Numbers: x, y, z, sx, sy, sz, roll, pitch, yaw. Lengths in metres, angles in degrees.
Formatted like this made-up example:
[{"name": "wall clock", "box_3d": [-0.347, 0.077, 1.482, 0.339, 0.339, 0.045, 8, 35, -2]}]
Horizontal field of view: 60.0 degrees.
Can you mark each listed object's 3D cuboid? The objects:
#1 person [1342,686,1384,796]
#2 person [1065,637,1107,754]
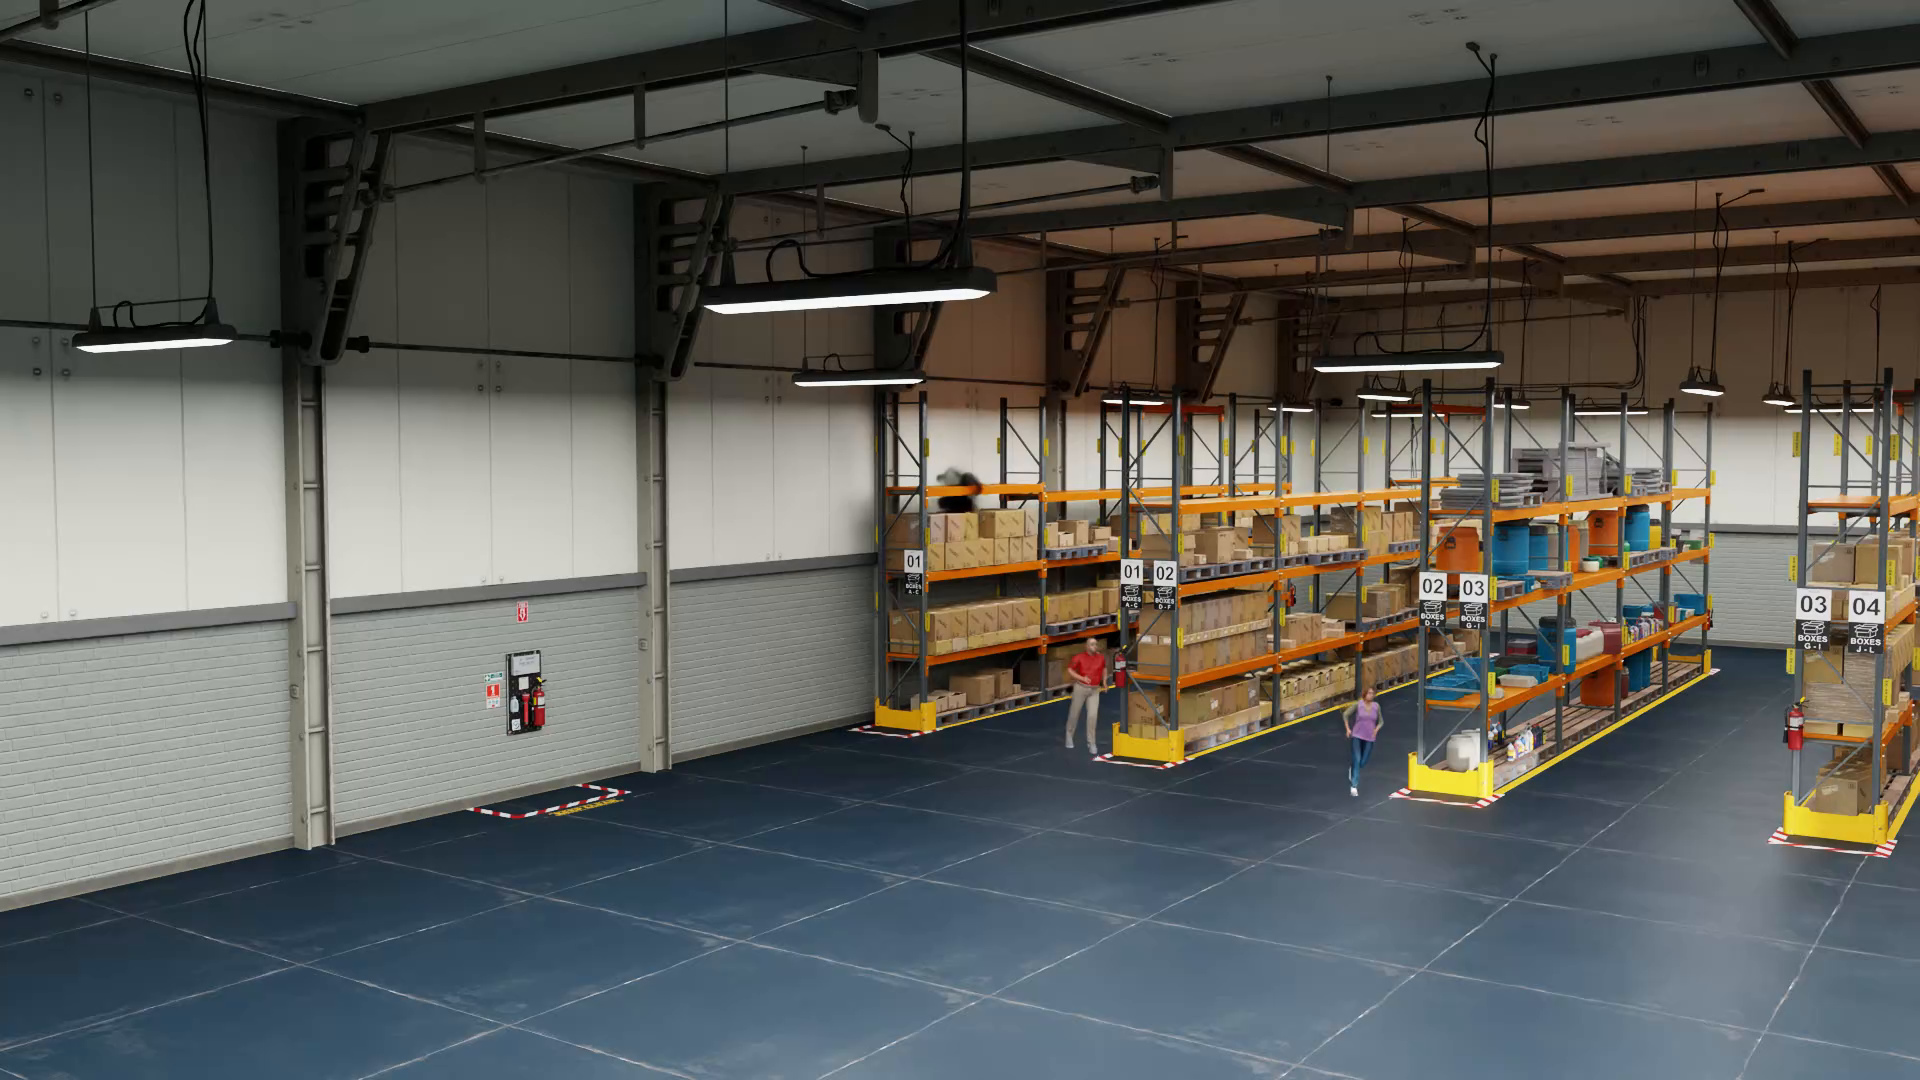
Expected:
[{"name": "person", "box_3d": [5.862, 2.942, 24.205, 0.588, 1.480, 0.714, 0, 3, 2]}, {"name": "person", "box_3d": [2.025, 2.405, 26.023, 0.699, 1.757, 0.832, -1, 3, -14]}]
